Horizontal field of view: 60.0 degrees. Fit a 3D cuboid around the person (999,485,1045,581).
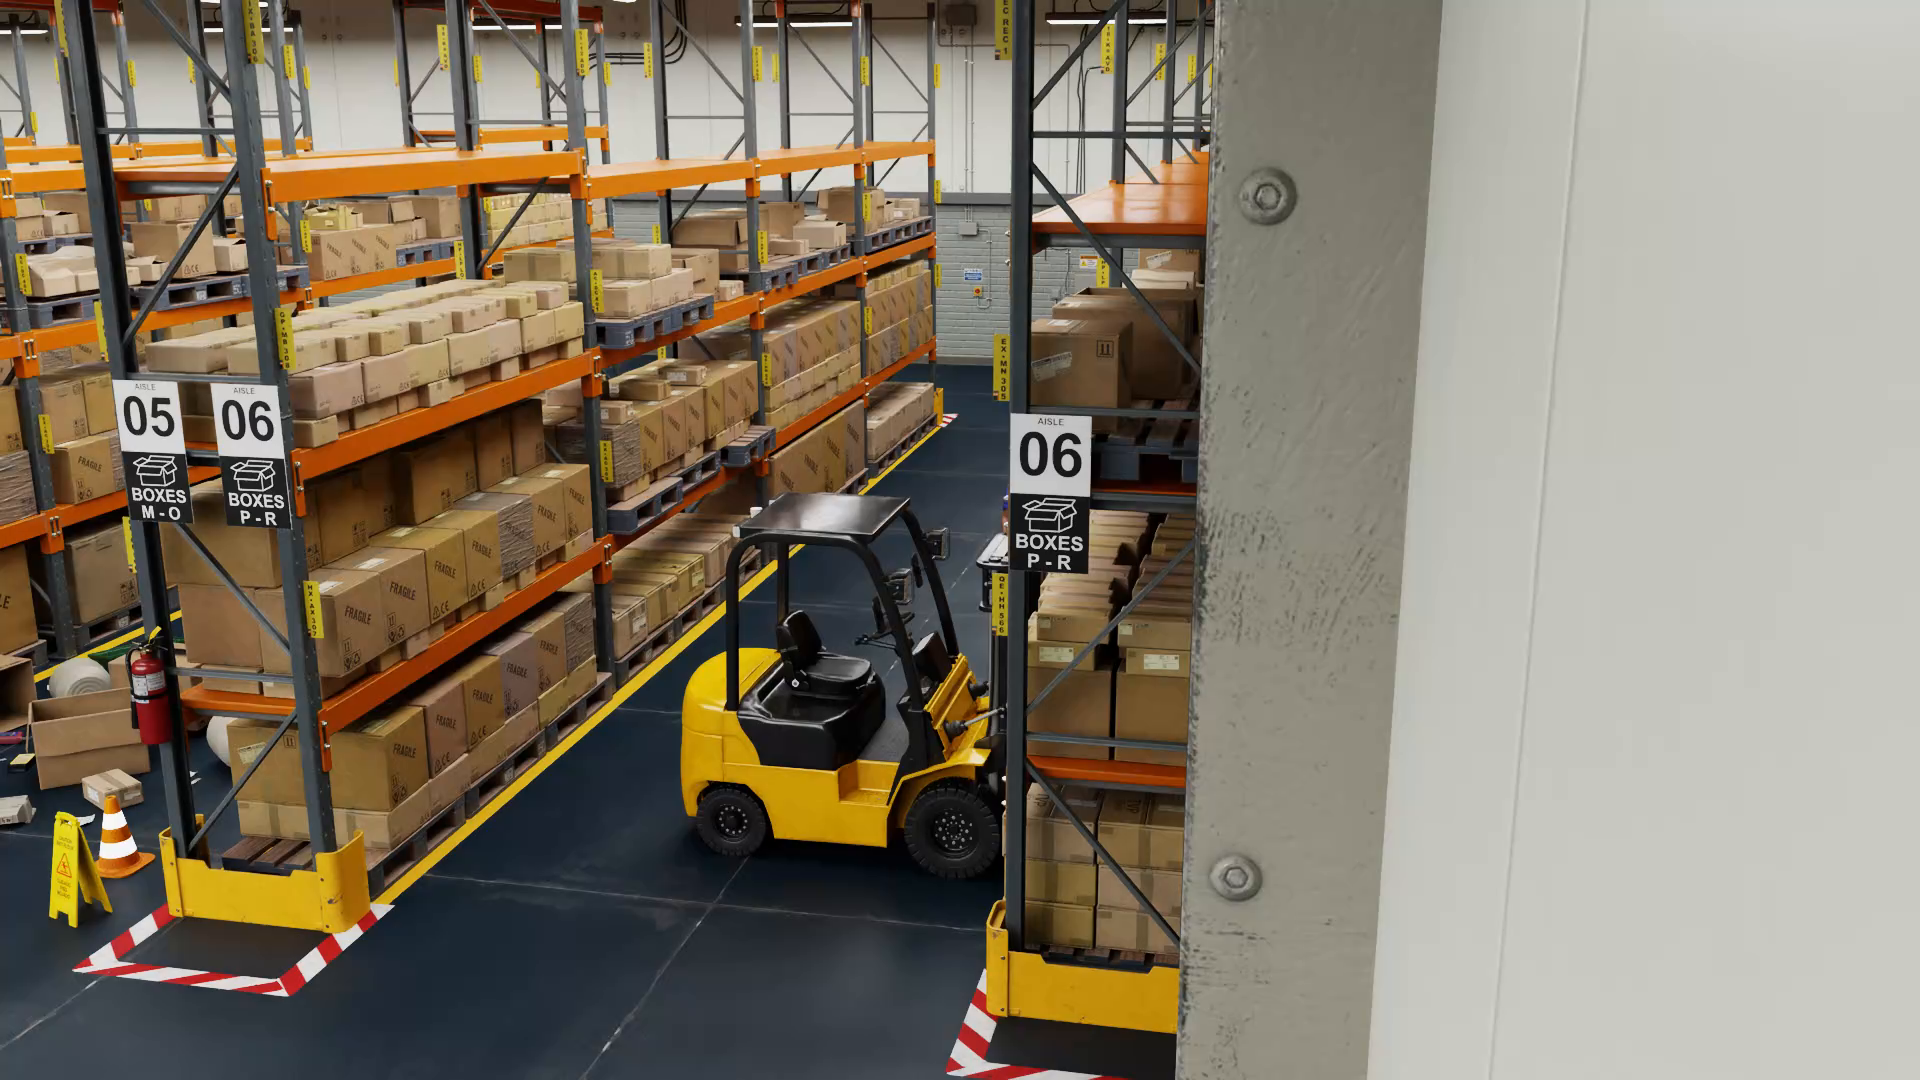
[{"bbox_3d":[0.577,0.049,14.836,0.520,1.654,0.352,2,15,8],"label":"person"}]
